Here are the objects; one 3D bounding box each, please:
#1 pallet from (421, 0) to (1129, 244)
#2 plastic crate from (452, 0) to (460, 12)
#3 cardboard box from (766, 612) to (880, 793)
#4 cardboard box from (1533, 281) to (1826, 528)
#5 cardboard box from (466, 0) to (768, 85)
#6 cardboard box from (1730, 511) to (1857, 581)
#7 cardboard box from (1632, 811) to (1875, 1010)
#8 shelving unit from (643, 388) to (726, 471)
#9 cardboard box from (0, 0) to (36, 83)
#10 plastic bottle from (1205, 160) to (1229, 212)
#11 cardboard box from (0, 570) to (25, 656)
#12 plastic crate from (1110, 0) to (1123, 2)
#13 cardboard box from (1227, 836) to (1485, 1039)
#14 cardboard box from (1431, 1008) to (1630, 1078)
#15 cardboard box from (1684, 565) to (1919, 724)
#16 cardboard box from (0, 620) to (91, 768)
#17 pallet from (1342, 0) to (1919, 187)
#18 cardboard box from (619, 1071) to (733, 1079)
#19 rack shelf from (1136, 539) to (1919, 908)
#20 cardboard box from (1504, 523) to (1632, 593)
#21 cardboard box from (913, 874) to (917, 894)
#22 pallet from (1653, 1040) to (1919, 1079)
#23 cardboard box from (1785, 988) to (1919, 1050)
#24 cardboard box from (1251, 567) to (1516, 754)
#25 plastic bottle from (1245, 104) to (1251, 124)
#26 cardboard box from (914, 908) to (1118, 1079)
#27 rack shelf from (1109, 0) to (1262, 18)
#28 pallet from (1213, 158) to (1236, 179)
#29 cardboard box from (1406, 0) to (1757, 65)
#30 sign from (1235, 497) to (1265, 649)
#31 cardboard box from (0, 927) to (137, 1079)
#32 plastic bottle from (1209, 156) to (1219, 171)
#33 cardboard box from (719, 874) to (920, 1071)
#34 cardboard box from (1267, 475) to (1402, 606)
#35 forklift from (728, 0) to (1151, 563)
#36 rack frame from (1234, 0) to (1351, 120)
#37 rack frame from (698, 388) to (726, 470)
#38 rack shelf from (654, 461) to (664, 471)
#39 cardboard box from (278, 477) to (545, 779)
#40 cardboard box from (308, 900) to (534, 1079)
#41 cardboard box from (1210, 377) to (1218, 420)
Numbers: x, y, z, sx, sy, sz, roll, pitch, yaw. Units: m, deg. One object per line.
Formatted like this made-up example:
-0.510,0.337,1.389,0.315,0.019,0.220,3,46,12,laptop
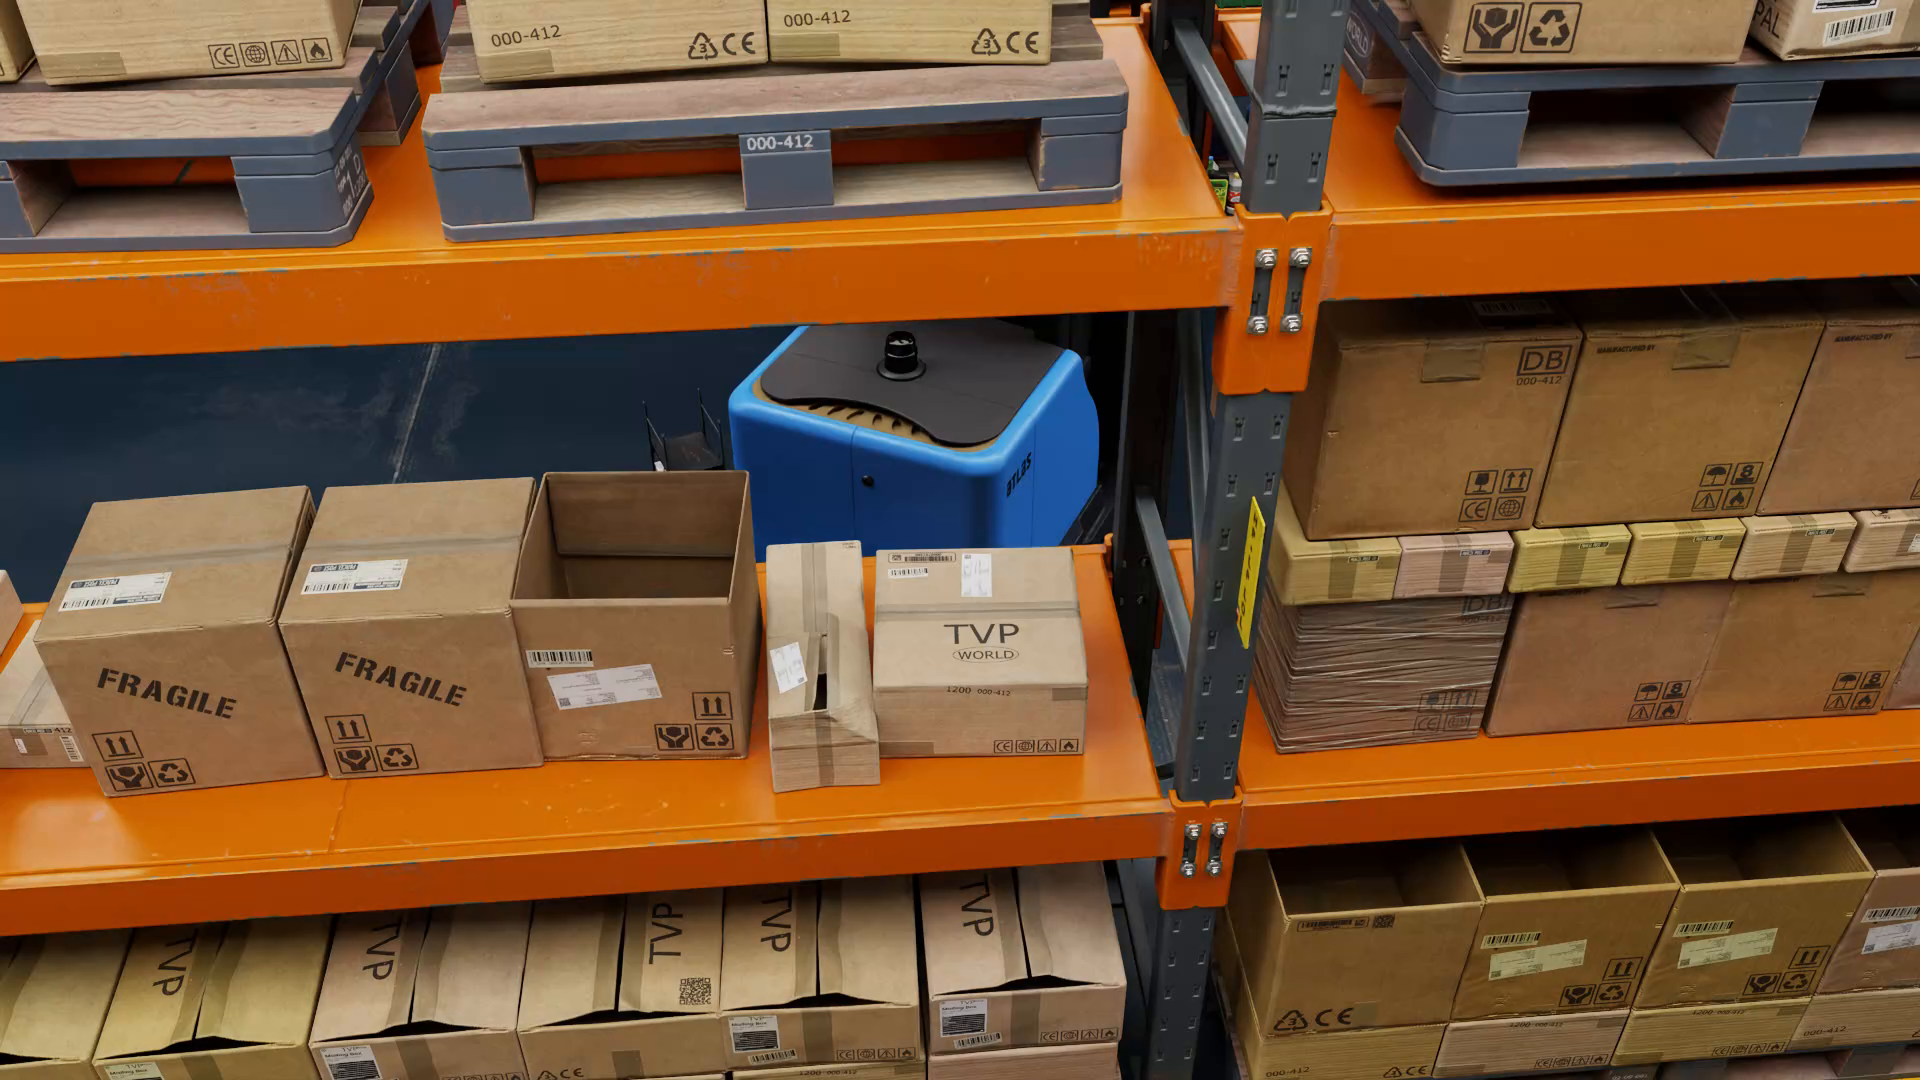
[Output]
-0.348,-0.889,3.188,1.217,0.209,0.805,-5,39,-6,pallet
-2.254,-2.605,7.578,0.583,0.464,0.402,-3,38,-4,plastic crate
-0.330,0.372,3.966,0.258,0.266,0.396,-4,38,-5,cardboard box
1.474,-0.448,3.768,0.500,0.500,0.700,-3,38,-4,cardboard box
-0.632,-1.067,3.041,0.500,0.250,0.500,-7,39,-8,cardboard box
1.831,-0.089,3.836,0.250,0.149,0.380,-4,38,-5,cardboard box
2.015,0.890,4.475,0.500,0.500,0.500,-3,38,-4,cardboard box
-0.984,-0.099,6.149,0.210,0.900,0.258,-16,41,-19,shelving unit
-1.917,-1.031,2.995,0.500,0.250,0.500,-4,38,-5,cardboard box
1.291,-1.787,8.431,0.133,0.283,0.061,-2,38,-2,plastic bottle
-2.584,0.256,4.207,0.250,0.149,0.380,-3,38,-4,cardboard box
0.627,-2.825,7.959,0.504,0.338,0.767,-3,38,-4,plastic crate
1.019,0.945,4.406,0.500,0.500,0.500,-3,38,-4,cardboard box
1.516,1.209,4.677,0.500,0.250,0.500,-3,38,-4,cardboard box
1.995,0.032,4.207,0.500,0.500,0.700,-3,38,-3,cardboard box
-2.190,0.371,4.061,0.250,0.149,0.380,0,38,-1,cardboard box
1.376,-1.048,3.307,1.213,0.211,1.003,-3,38,-4,pallet
-0.872,1.328,4.525,0.500,0.250,0.500,-2,38,-3,cardboard box
2.521,0.330,4.491,4.000,0.370,1.077,-3,38,-4,rack shelf
1.321,-0.061,3.801,0.250,0.149,0.380,-4,38,-5,cardboard box
0.095,0.721,4.843,0.500,0.311,0.500,-3,38,-4,cardboard box
2.543,1.165,5.103,1.213,0.211,1.003,-3,38,-4,pallet
2.512,1.154,4.747,0.500,0.250,0.500,-3,38,-4,cardboard box
0.971,0.090,4.134,0.500,0.500,0.700,-4,38,-5,cardboard box
1.602,-2.278,9.062,0.097,0.271,0.097,0,38,0,plastic bottle
0.142,1.273,4.595,0.500,0.250,0.500,-3,38,-4,cardboard box
2.086,-2.726,8.365,4.000,0.370,1.077,-3,38,-4,rack shelf
1.985,-1.884,8.968,1.213,0.211,1.003,-3,38,-4,pallet
1.054,-1.144,2.824,0.500,0.500,0.500,0,38,0,cardboard box
0.587,0.068,3.371,0.005,0.325,0.100,-3,38,-4,sign
-2.385,1.190,4.249,0.500,0.311,0.500,-4,38,-5,cardboard box
1.266,-1.830,8.496,0.097,0.271,0.097,0,38,0,plastic bottle
-0.367,1.083,4.384,0.500,0.311,0.500,-2,38,-3,cardboard box
0.814,-0.032,3.764,0.250,0.149,0.380,-3,38,-4,cardboard box
0.255,-1.503,6.288,1.130,2.935,3.031,15,41,19,forklift
0.529,-2.198,2.271,0.127,3.000,1.000,-3,38,-4,rack frame
-0.892,-0.126,6.183,0.006,0.900,0.240,-16,41,-19,rack frame
-0.984,-0.214,6.058,0.200,0.077,0.258,-16,41,-19,rack shelf
-1.261,0.206,3.986,0.500,0.500,0.500,-3,38,-4,cardboard box
-1.365,1.134,4.319,0.500,0.311,0.500,-4,38,-5,cardboard box
0.781,-0.284,4.084,0.250,0.149,0.380,-3,38,-4,cardboard box
